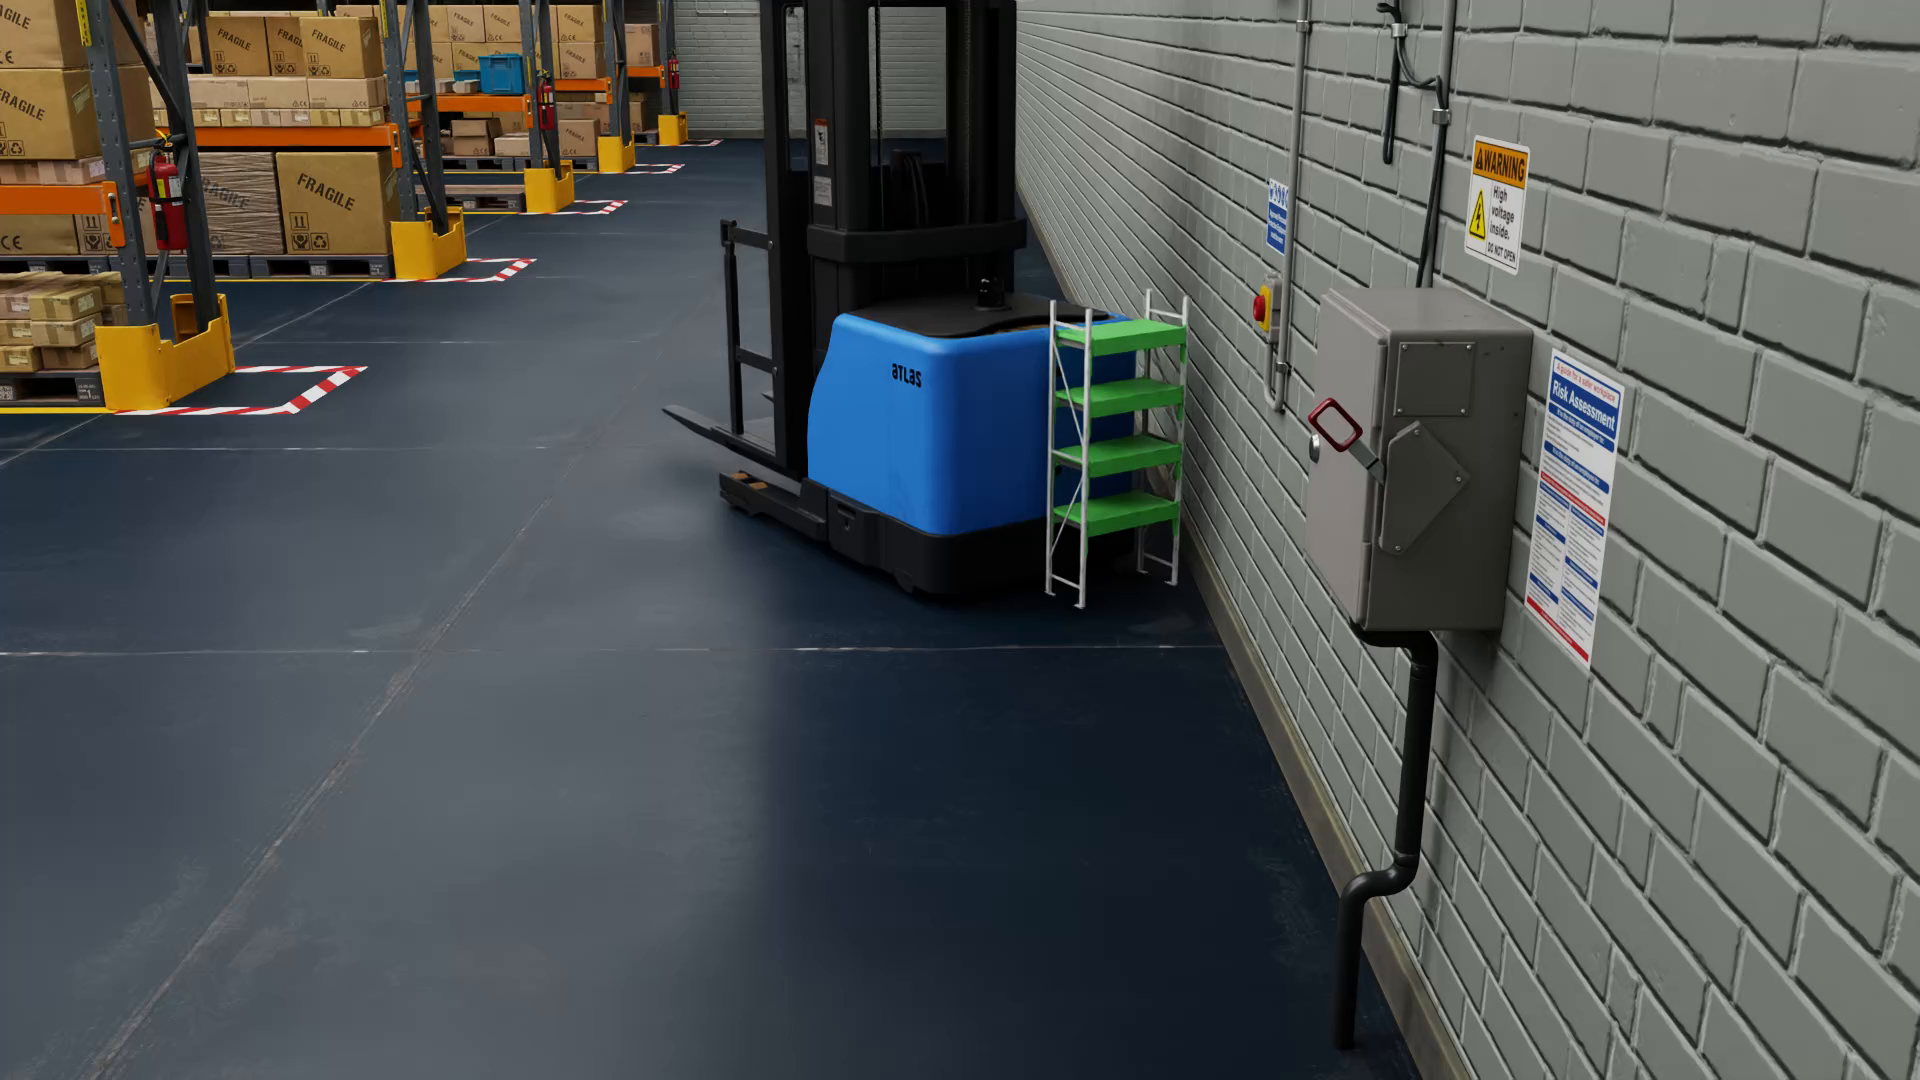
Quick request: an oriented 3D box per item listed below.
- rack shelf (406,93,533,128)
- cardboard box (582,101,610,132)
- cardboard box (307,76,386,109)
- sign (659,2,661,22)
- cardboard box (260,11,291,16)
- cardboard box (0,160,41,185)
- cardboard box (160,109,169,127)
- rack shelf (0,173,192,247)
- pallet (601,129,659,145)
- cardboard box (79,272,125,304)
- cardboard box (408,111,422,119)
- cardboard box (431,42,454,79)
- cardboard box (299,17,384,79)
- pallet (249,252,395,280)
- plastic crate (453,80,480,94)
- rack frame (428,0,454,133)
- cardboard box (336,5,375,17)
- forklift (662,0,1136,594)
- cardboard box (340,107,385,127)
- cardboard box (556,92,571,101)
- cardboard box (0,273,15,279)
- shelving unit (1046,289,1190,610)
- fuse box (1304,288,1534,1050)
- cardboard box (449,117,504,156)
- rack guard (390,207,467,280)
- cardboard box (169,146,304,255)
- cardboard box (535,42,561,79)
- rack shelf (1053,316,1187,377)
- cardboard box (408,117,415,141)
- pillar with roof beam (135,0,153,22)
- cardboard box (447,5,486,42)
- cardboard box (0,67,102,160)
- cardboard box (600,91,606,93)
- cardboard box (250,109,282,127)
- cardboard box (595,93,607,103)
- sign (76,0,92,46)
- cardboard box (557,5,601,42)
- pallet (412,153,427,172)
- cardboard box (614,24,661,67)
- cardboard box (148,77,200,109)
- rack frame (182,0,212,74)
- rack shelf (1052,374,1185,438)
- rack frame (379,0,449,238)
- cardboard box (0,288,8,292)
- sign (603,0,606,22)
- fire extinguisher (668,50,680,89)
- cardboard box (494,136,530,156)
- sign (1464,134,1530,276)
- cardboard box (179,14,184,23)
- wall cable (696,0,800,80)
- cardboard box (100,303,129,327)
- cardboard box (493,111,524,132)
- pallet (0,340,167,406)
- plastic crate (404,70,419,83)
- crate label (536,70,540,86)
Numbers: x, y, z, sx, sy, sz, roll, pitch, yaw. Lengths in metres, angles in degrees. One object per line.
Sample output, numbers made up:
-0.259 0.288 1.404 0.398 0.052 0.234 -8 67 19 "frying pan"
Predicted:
-6.906 -5.052 19.488 4.000 0.370 1.077 0 18 -1 "rack shelf"
-6.261 -7.403 29.045 0.500 0.500 0.700 0 18 -1 "cardboard box"
-5.308 -3.878 14.410 0.500 0.250 0.500 -1 18 -2 "cardboard box"
-5.068 -8.928 28.111 0.005 0.325 0.100 0 18 -1 "sign"
-11.566 -8.877 28.324 0.500 0.250 0.500 0 18 0 "cardboard box"
-5.421 -2.179 9.765 0.250 0.149 0.380 0 18 -1 "cardboard box"
-6.707 -3.662 14.390 0.250 0.149 0.380 0 18 0 "cardboard box"
-6.850 -2.024 10.049 4.000 0.370 1.077 0 18 -1 "rack shelf"
-5.861 -7.075 29.180 1.213 0.211 1.003 0 18 -1 "pallet"
-5.380 -1.603 10.565 0.250 0.149 0.380 -1 18 -3 "cardboard box"
-9.710 -7.544 28.911 0.750 0.750 0.750 0 18 0 "cardboard box"
-7.454 -6.870 23.814 0.500 0.500 0.500 0 18 -1 "cardboard box"
-5.311 -4.236 14.298 0.500 0.500 0.500 0 18 0 "cardboard box"
-5.626 -2.536 15.032 1.213 0.211 1.003 0 18 -1 "pallet"
-5.719 -5.248 19.255 0.243 0.136 0.396 0 18 -1 "plastic crate"
-9.062 -8.411 28.781 0.127 3.000 1.000 0 18 -1 "rack frame"
-8.504 -7.338 23.636 0.500 0.500 0.500 0 18 1 "cardboard box"
-0.493 -1.573 7.578 1.130 2.935 3.031 -12 21 -32 "forklift"
-5.179 -3.670 14.412 0.250 0.149 0.380 0 18 0 "cardboard box"
-6.907 -7.770 29.125 0.250 0.149 0.380 0 18 0 "cardboard box"
-6.154 -1.577 10.482 0.250 0.149 0.380 -1 18 -4 "cardboard box"
0.625 -0.368 6.656 0.503 1.200 0.258 -12 21 -33 "shelving unit"
0.853 0.357 3.559 0.414 1.711 0.539 0 18 -1 "fuse box"
-7.102 -5.929 24.412 0.637 0.503 0.797 0 18 -1 "cardboard box"
-4.804 -2.701 15.075 0.348 0.500 1.175 0 18 -1 "rack guard"
-6.376 -3.048 14.854 0.875 0.875 0.875 0 18 -1 "cardboard box"
-5.943 -6.876 23.832 0.500 0.500 0.500 0 18 0 "cardboard box"
0.625 -0.764 6.529 0.480 0.148 0.258 -12 21 -33 "rack shelf"
-8.415 -6.007 24.658 0.500 0.500 0.500 0 18 -1 "cardboard box"
-14.307 -10.191 24.510 0.400 9.000 9.100 0 18 -1 "pillar with roof beam"
-6.958 -7.346 23.660 0.500 0.500 0.500 0 18 1 "cardboard box"
-5.296 -2.485 9.657 0.500 0.500 0.500 0 18 0 "cardboard box"
-6.145 -7.774 29.138 0.250 0.149 0.380 0 18 -1 "cardboard box"
-5.940 -3.666 14.401 0.250 0.149 0.380 0 18 0 "cardboard box"
-6.142 -7.657 28.774 0.250 0.149 0.380 0 18 1 "cardboard box"
-4.862 -2.908 9.215 0.005 0.325 0.100 0 18 -1 "sign"
-5.421 -7.355 23.688 0.500 0.500 0.500 0 18 -1 "cardboard box"
-8.293 -5.573 24.500 1.213 0.211 1.003 0 18 -1 "pallet"
-5.572 -8.567 28.778 0.700 0.700 0.980 1 18 2 "cardboard box"
-6.845 -3.870 14.384 0.500 0.250 0.500 0 18 -1 "cardboard box"
-8.906 -5.385 19.348 0.127 3.000 1.000 0 18 -1 "rack frame"
0.625 -0.536 6.602 0.480 0.148 0.258 -12 21 -33 "rack shelf"
-4.828 -3.892 14.693 0.127 3.000 1.000 0 18 -1 "rack frame"
-5.885 -1.398 9.926 0.250 0.149 0.380 -1 18 -2 "cardboard box"
-4.992 -7.449 23.371 0.005 0.325 0.100 0 18 -1 "sign"
-4.904 -8.075 28.473 0.183 0.674 0.296 0 18 -1 "fire extinguisher"
-6.471 -5.744 24.249 0.500 0.250 0.500 0 18 -1 "cardboard box"
1.060 -0.668 3.292 0.001 0.242 0.339 0 18 -1 "sign"
-13.406 -8.947 28.505 0.250 0.149 0.380 -3 18 -8 "cardboard box"
-3.797 -9.209 29.606 1.851 1.984 0.084 0 18 -1 "wall cable"
-5.379 -1.436 10.531 0.250 0.149 0.380 0 18 1 "cardboard box"
-7.810 -7.394 29.016 0.500 0.500 0.700 0 18 -1 "cardboard box"
-5.739 -1.055 10.415 1.213 0.211 1.003 0 18 -1 "pallet"
-6.475 -5.446 19.715 0.300 0.233 0.416 0 18 -1 "plastic crate"
-5.158 -5.453 19.735 0.303 0.233 0.416 0 18 -1 "crate label"
